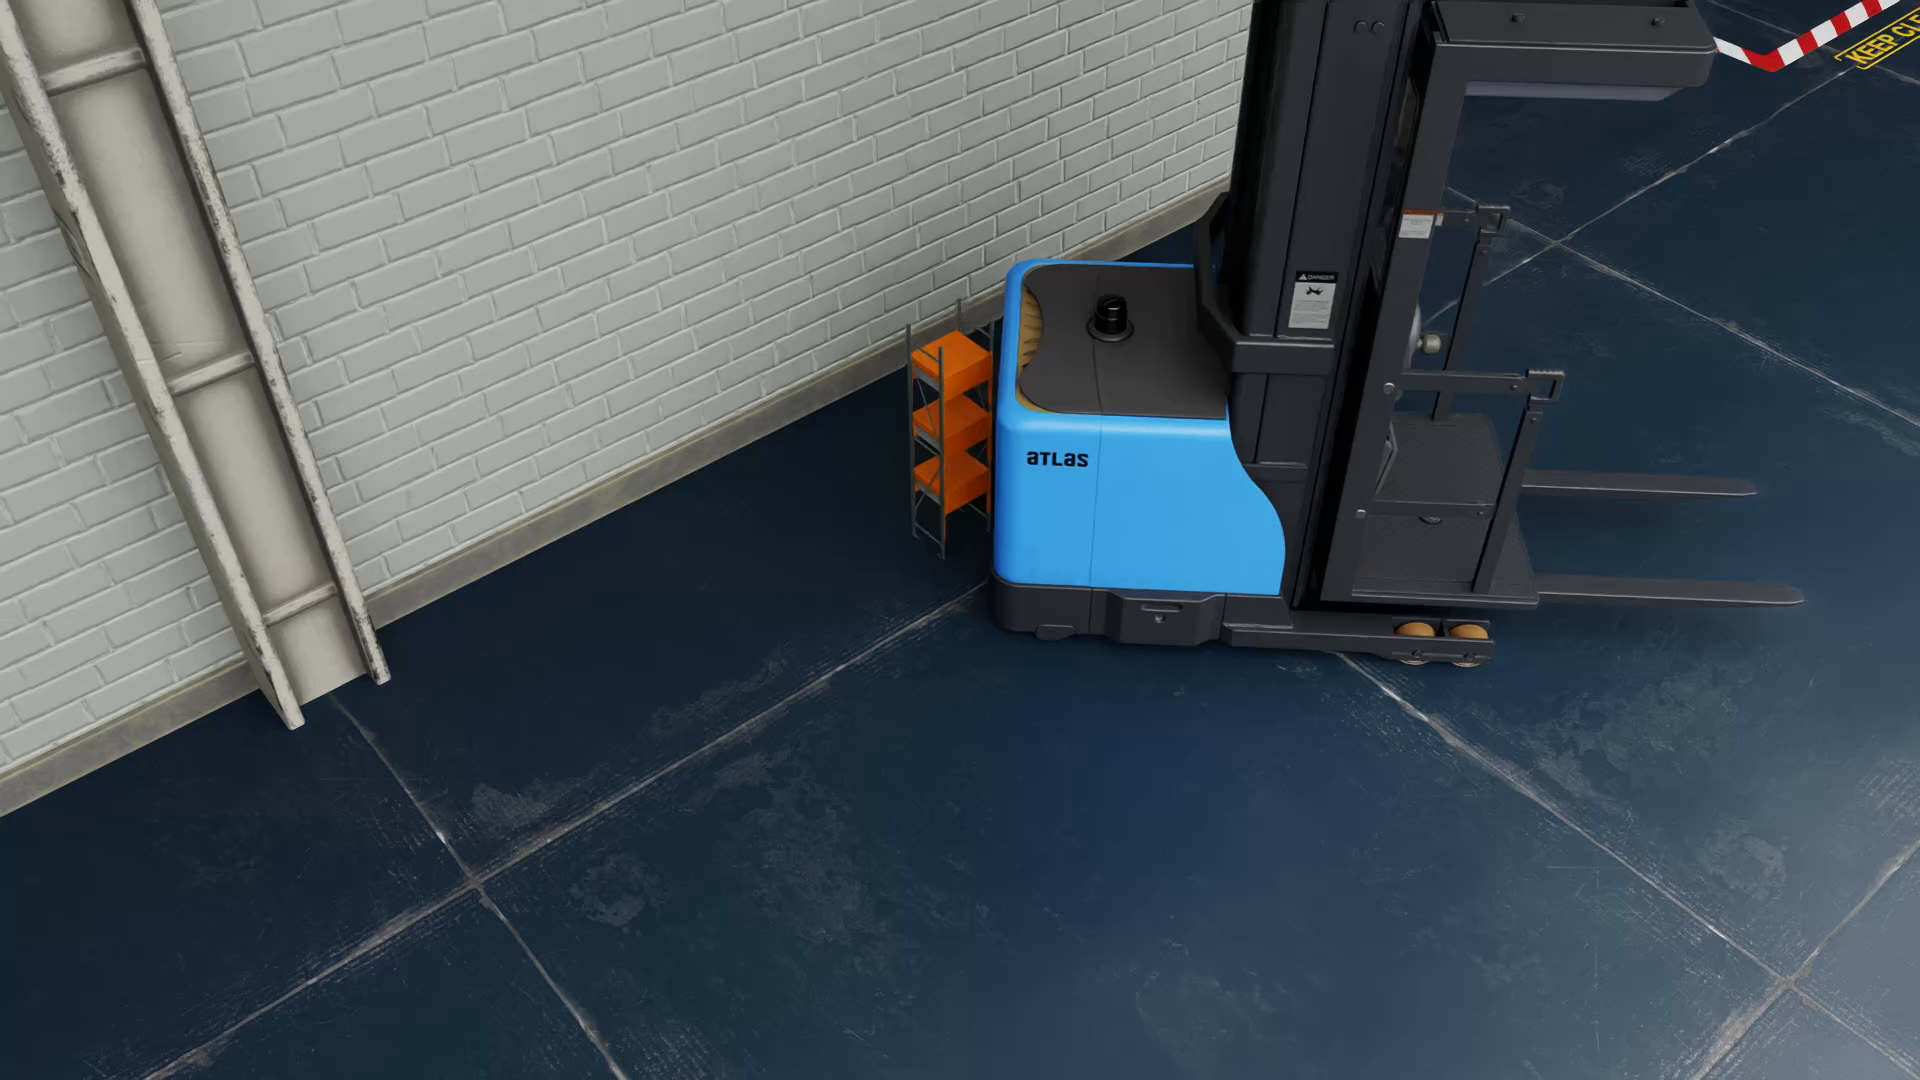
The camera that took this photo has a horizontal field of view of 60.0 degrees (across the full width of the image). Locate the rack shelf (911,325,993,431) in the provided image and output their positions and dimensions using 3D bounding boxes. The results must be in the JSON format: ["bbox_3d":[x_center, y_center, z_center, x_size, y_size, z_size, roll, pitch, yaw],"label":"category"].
[{"bbox_3d":[-0.036,-0.607,6.231,0.240,0.259,0.215,-30,51,-28],"label":"rack shelf"}]

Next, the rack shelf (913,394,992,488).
[{"bbox_3d":[-0.036,-0.400,6.425,0.240,0.259,0.215,-30,51,-28],"label":"rack shelf"}]

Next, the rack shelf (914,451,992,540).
[{"bbox_3d":[-0.036,-0.198,6.615,0.240,0.259,0.215,-30,51,-28],"label":"rack shelf"}]

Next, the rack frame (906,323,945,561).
[{"bbox_3d":[-0.128,-0.354,6.360,0.008,1.050,0.200,-30,51,-28],"label":"rack frame"}]

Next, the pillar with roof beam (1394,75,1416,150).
[{"bbox_3d":[4.996,-3.133,3.512,0.400,9.000,9.100,-30,51,-28],"label":"pillar with roof beam"}]

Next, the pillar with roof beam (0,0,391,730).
[{"bbox_3d":[0.394,-0.497,0.706,0.400,9.000,9.100,-30,51,-28],"label":"pillar with roof beam"}]

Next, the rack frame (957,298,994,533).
[{"bbox_3d":[0.057,-0.462,6.476,0.008,1.050,0.200,-30,51,-28],"label":"rack frame"}]

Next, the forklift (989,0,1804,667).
[{"bbox_3d":[1.649,-0.970,5.642,3.031,2.935,1.130,2,43,3],"label":"forklift"}]

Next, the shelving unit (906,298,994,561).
[{"bbox_3d":[-0.036,-0.408,6.418,0.252,1.050,0.215,-30,51,-28],"label":"shelving unit"}]
